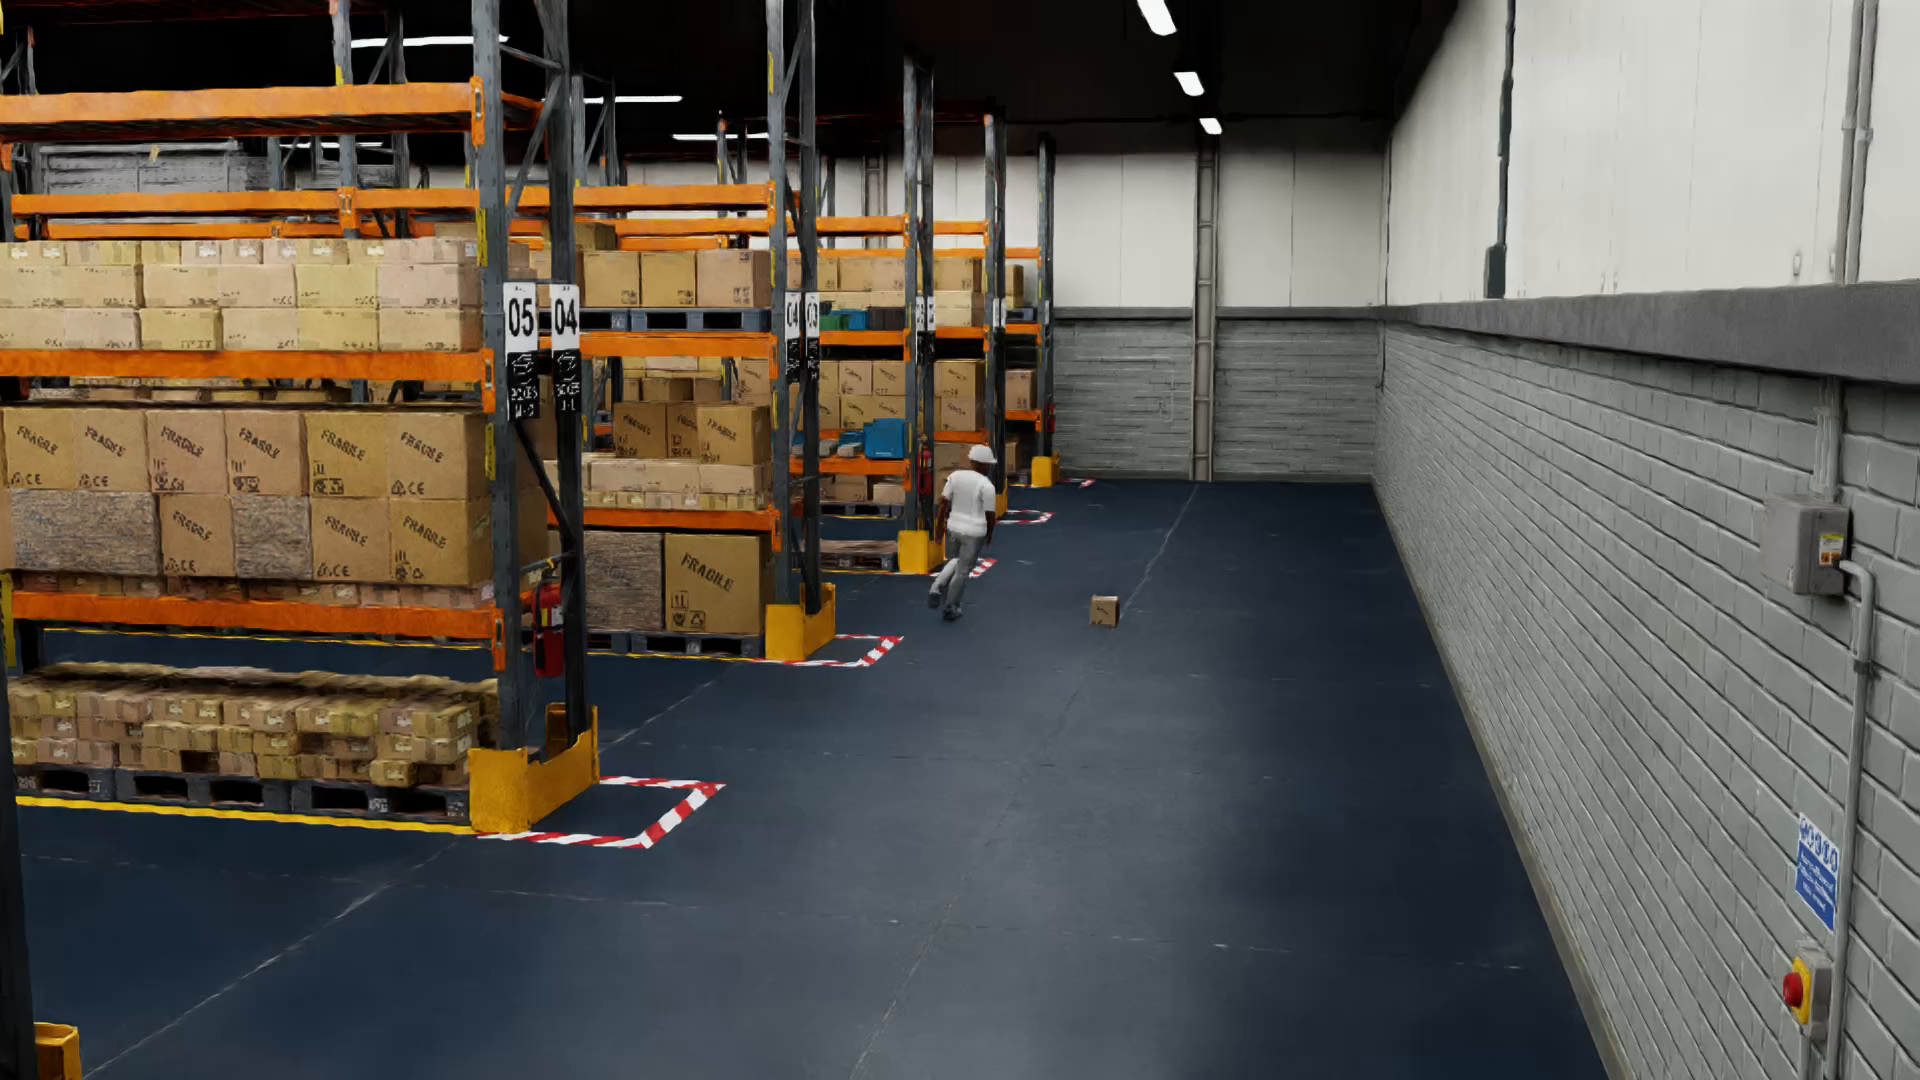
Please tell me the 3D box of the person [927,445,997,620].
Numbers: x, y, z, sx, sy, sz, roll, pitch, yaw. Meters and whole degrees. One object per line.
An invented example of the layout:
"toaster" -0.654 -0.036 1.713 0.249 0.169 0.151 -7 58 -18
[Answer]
"person" 0.050 -0.081 16.322 0.751 1.734 0.485 6 10 36
